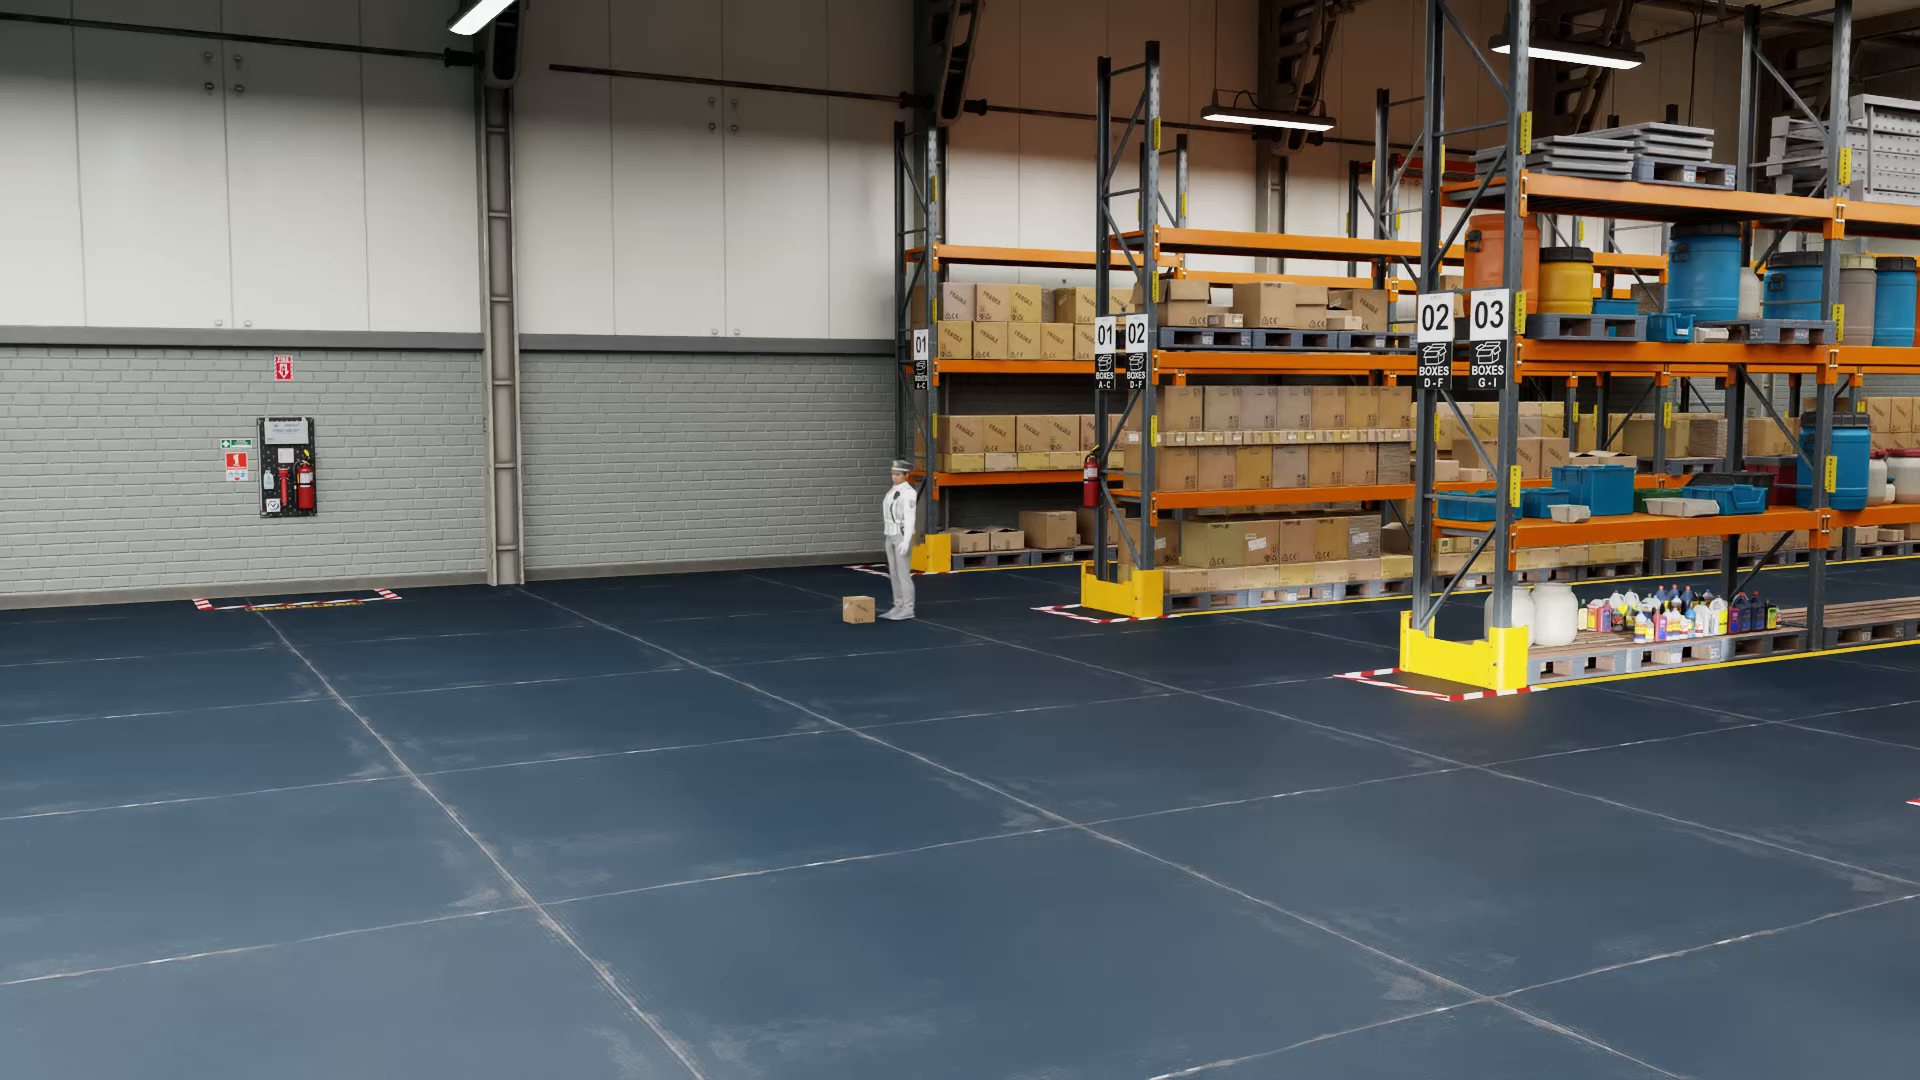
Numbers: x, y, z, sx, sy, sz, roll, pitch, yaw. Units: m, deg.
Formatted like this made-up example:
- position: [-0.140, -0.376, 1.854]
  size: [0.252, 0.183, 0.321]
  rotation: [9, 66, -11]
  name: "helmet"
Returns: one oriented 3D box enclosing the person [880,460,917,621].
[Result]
- position: [-0.637, 0.006, 17.453]
  size: [0.329, 1.692, 0.494]
  rotation: [-3, 6, -28]
  name: "person"
